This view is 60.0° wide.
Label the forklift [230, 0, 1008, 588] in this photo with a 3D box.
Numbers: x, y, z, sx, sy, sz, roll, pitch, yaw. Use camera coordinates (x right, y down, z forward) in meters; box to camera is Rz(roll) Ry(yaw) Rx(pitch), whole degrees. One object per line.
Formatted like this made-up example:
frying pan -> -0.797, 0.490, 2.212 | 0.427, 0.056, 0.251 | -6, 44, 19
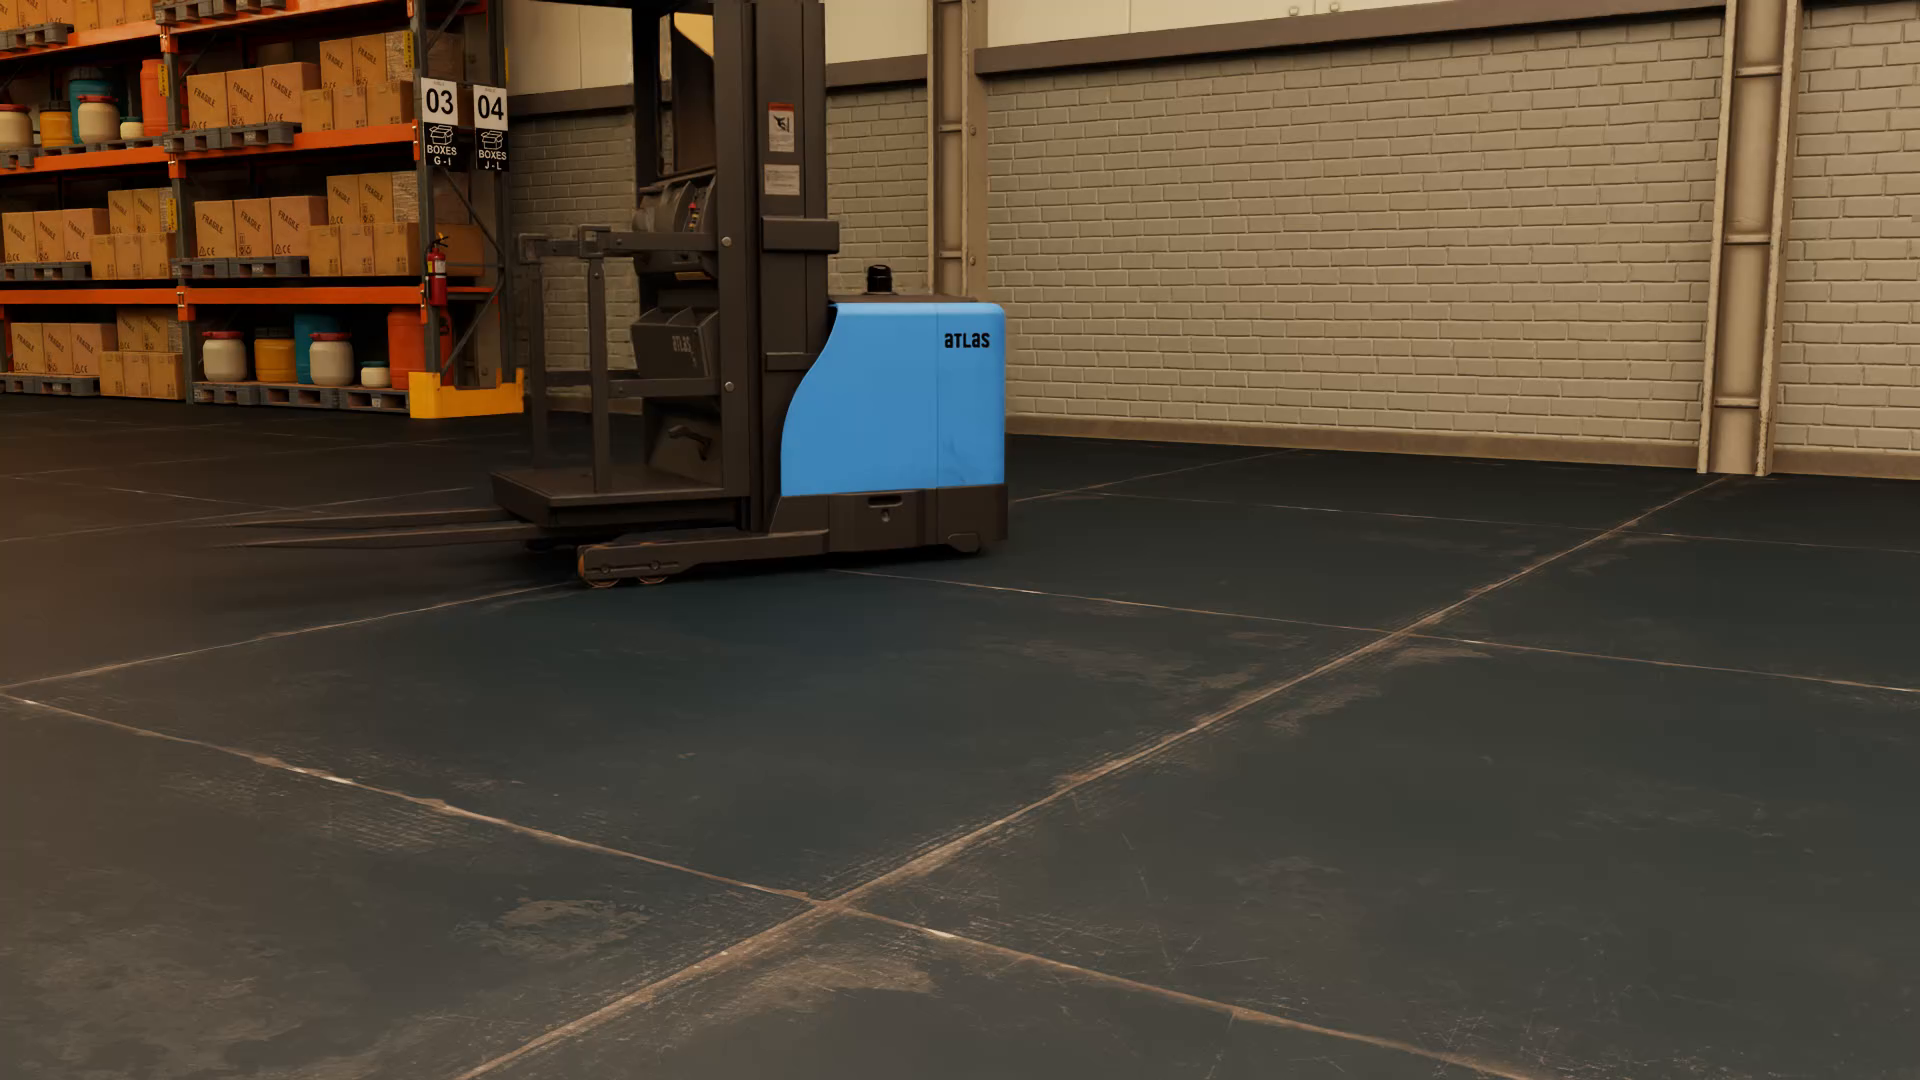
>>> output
forklift -> -1.345, -1.352, 6.697 | 3.031, 2.935, 1.130 | -4, 9, -27
